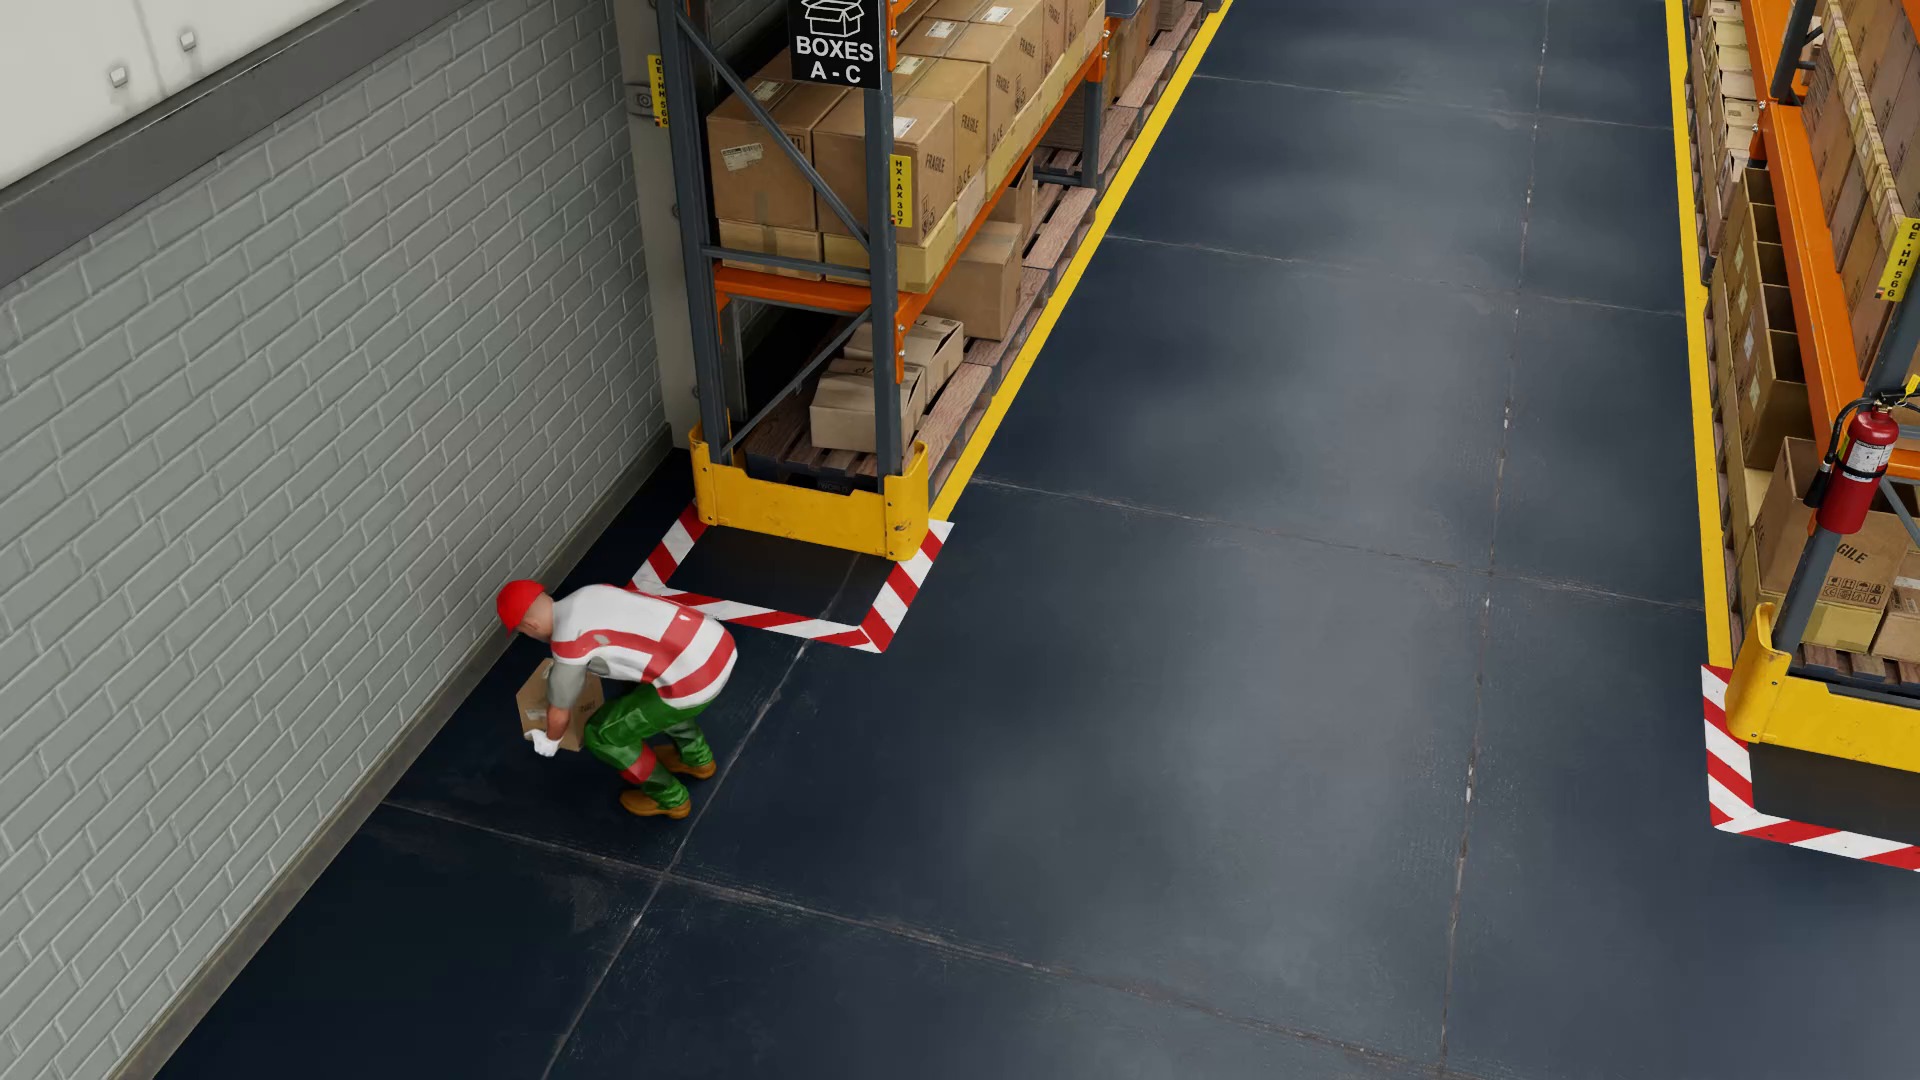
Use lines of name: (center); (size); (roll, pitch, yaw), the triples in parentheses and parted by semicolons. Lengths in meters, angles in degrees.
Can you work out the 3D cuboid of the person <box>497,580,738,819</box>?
person: (-1.363, 0.616, 6.717); (0.950, 0.988, 0.536); (9, 38, 12)
